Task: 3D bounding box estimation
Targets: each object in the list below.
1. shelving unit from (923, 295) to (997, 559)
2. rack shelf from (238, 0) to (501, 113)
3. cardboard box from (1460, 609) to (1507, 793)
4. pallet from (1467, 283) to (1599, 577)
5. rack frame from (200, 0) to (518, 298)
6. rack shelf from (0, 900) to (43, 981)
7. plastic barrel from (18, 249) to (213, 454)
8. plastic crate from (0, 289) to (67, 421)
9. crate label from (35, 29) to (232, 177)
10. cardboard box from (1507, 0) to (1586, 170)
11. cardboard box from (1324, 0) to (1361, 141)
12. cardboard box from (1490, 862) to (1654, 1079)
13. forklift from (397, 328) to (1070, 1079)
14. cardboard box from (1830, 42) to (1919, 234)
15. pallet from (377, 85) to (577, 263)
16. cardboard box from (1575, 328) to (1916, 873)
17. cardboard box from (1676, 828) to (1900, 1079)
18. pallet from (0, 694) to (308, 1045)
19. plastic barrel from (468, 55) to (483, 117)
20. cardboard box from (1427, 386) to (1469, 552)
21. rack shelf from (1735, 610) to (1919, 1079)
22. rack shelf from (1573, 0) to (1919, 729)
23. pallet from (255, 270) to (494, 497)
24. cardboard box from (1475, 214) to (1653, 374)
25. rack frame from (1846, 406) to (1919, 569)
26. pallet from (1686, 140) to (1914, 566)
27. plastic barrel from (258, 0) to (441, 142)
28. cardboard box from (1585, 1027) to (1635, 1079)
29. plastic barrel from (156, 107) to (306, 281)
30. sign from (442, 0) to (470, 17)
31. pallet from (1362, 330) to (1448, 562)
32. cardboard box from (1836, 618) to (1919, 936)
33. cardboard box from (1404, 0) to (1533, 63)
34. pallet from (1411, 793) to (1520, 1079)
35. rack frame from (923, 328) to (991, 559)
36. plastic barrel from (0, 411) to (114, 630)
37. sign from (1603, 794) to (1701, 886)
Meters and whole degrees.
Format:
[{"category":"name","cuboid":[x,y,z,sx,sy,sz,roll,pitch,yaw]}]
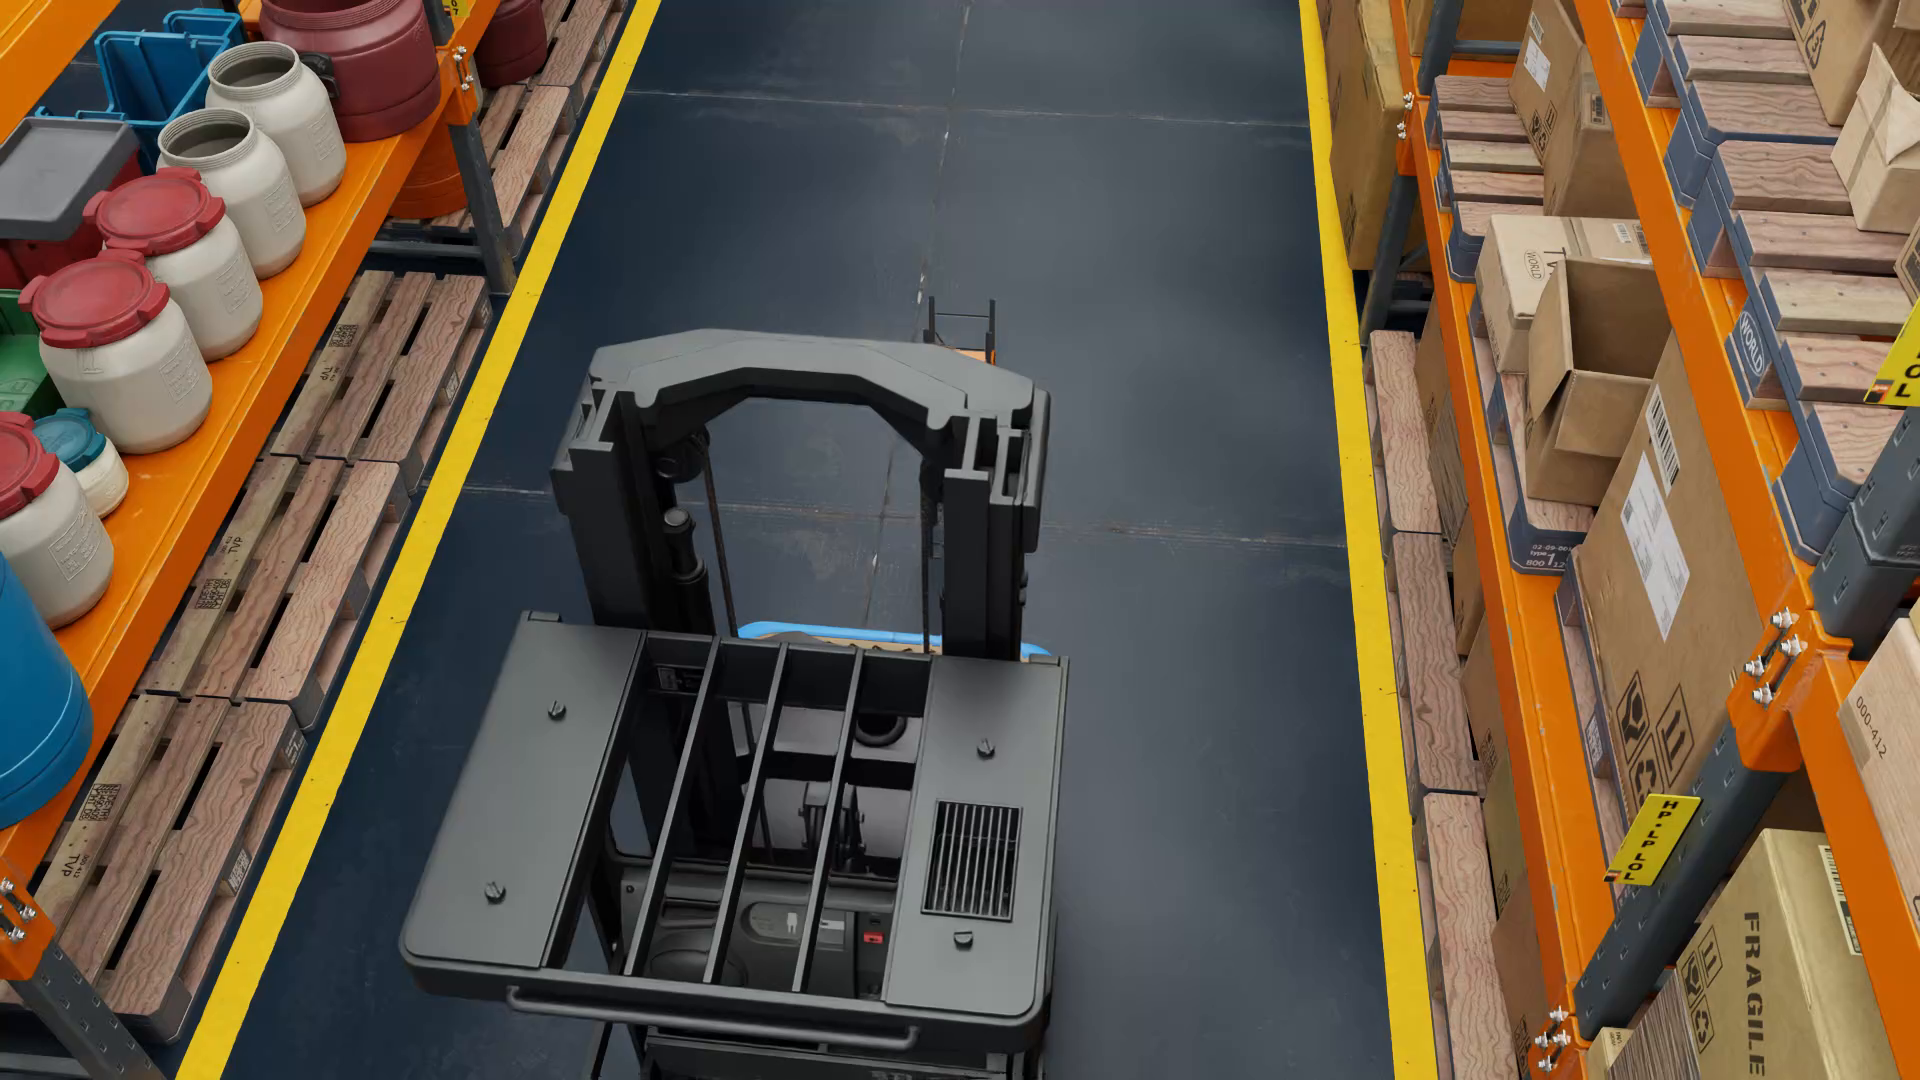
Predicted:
[{"category":"shelving unit","cuboid":[-0.001,-0.394,6.323,0.258,1.200,0.189,4,48,4]},{"category":"rack shelf","cuboid":[-2.423,-3.459,8.394,1.077,0.370,4.000,4,48,4]},{"category":"cardboard box","cuboid":[2.152,0.526,5.658,0.700,0.500,0.500,0,48,0]},{"category":"pallet","cuboid":[2.187,-0.377,5.218,1.003,0.211,1.213,4,48,4]},{"category":"rack frame","cuboid":[-2.606,-2.232,6.784,1.000,3.000,0.127,4,48,4]},{"category":"rack shelf","cuboid":[-3.152,2.420,3.017,1.077,0.370,4.000,4,48,4]},{"category":"plastic barrel","cuboid":[-2.598,-0.566,5.169,0.433,0.535,0.433,0,48,0]},{"category":"plastic crate","cuboid":[-3.093,-0.520,5.362,0.450,0.188,0.662,4,48,4]},{"category":"crate label","cuboid":[-2.965,-1.532,6.120,0.502,0.435,0.616,4,48,4]},{"category":"cardboard box","cuboid":[2.317,-1.675,5.923,0.500,0.500,0.500,-1,48,-1]},{"category":"cardboard box","cuboid":[2.499,-2.484,8.170,1.225,0.875,0.875,4,48,4]},{"category":"cardboard box","cuboid":[2.040,1.286,4.963,0.700,0.500,0.500,1,48,1]},{"category":"forklift","cuboid":[-0.359,1.098,3.785,1.130,2.935,3.031,5,48,4]},{"category":"cardboard box","cuboid":[1.948,-0.766,3.217,0.396,0.266,0.258,5,48,5]},{"category":"pallet","cuboid":[-2.575,-1.873,8.346,1.003,0.211,1.213,4,48,4]},{"category":"cardboard box","cuboid":[2.174,0.122,3.940,1.000,1.000,1.000,4,48,4]},{"category":"cardboard box","cuboid":[1.668,0.883,2.989,0.500,0.500,0.500,4,48,4]},{"category":"pallet","cuboid":[-2.937,1.069,5.655,1.003,0.211,1.213,4,48,4]},{"category":"plastic barrel","cuboid":[-2.616,-2.316,8.262,0.421,0.512,0.421,0,48,0]},{"category":"cardboard box","cuboid":[2.248,-0.301,6.415,0.700,0.500,0.500,0,48,0]},{"category":"rack shelf","cuboid":[1.780,1.741,1.606,1.077,0.370,4.000,4,48,4]},{"category":"rack shelf","cuboid":[2.144,-1.199,4.294,1.077,0.370,4.000,4,48,4]},{"category":"pallet","cuboid":[-2.715,-0.724,7.295,1.003,0.211,1.213,4,48,4]},{"category":"cardboard box","cuboid":[1.945,-0.774,5.268,0.500,0.250,0.500,3,48,2]},{"category":"rack frame","cuboid":[1.962,-0.984,1.578,1.000,3.000,0.127,4,48,4]},{"category":"pallet","cuboid":[2.125,-0.355,3.162,1.213,0.211,1.003,4,48,4]},{"category":"plastic barrel","cuboid":[-2.346,-1.916,6.404,0.600,0.536,0.708,4,48,4]},{"category":"cardboard box","cuboid":[1.643,1.263,3.758,0.380,0.149,0.250,4,48,4]},{"category":"plastic barrel","cuboid":[-2.525,-1.190,5.756,0.421,0.512,0.421,0,48,0]},{"category":"sign","cuboid":[-2.057,-2.255,6.695,0.100,0.325,0.005,4,48,4]},{"category":"pallet","cuboid":[2.254,-0.384,6.984,1.003,0.211,1.213,4,48,4]},{"category":"cardboard box","cuboid":[1.666,0.392,2.453,0.500,0.250,0.500,2,48,2]},{"category":"cardboard box","cuboid":[2.125,-2.312,6.790,0.500,0.500,0.500,5,48,5]},{"category":"pallet","cuboid":[2.032,1.409,5.344,1.003,0.211,1.213,4,48,4]},{"category":"rack frame","cuboid":[-0.010,-0.327,6.262,0.240,1.200,0.006,4,48,4]},{"category":"plastic barrel","cuboid":[-2.665,-0.027,4.675,0.433,0.535,0.433,0,48,0]},{"category":"sign","cuboid":[1.409,0.615,3.396,0.100,0.325,0.005,4,48,4]}]
